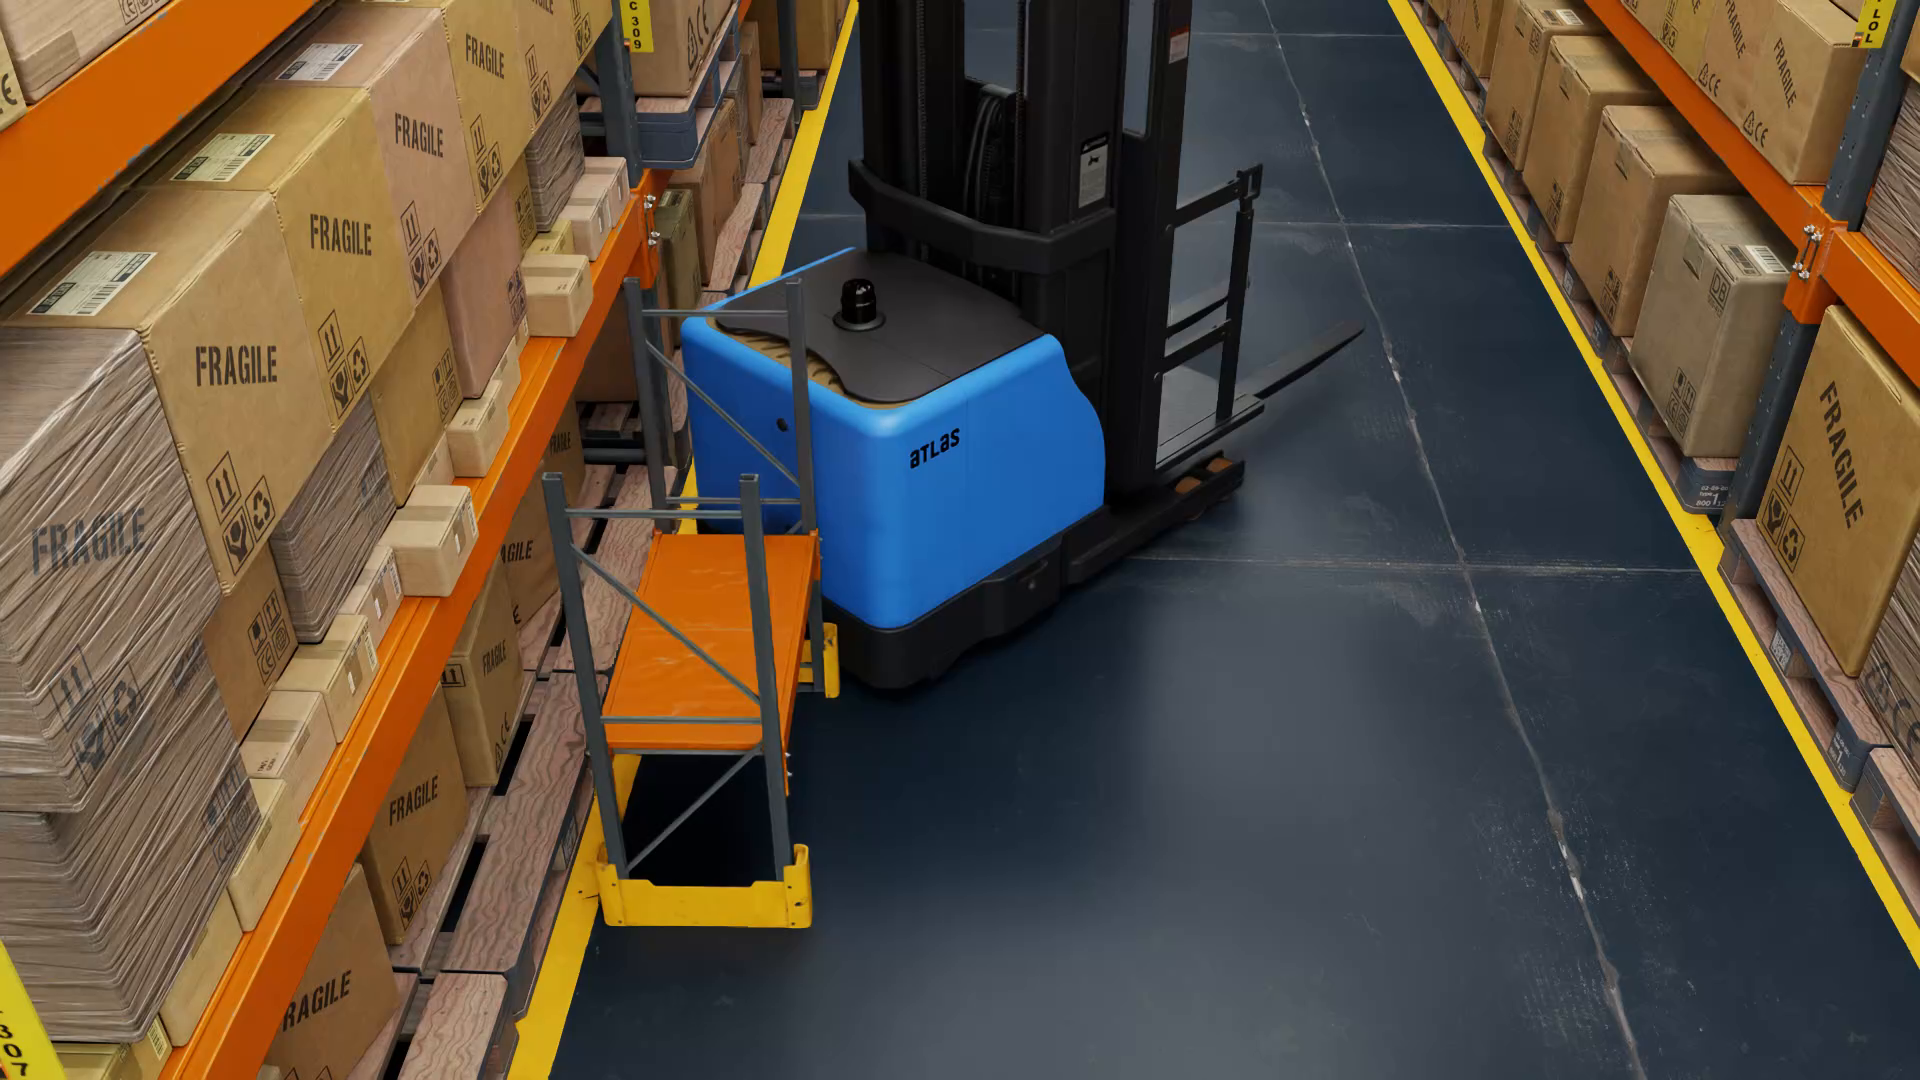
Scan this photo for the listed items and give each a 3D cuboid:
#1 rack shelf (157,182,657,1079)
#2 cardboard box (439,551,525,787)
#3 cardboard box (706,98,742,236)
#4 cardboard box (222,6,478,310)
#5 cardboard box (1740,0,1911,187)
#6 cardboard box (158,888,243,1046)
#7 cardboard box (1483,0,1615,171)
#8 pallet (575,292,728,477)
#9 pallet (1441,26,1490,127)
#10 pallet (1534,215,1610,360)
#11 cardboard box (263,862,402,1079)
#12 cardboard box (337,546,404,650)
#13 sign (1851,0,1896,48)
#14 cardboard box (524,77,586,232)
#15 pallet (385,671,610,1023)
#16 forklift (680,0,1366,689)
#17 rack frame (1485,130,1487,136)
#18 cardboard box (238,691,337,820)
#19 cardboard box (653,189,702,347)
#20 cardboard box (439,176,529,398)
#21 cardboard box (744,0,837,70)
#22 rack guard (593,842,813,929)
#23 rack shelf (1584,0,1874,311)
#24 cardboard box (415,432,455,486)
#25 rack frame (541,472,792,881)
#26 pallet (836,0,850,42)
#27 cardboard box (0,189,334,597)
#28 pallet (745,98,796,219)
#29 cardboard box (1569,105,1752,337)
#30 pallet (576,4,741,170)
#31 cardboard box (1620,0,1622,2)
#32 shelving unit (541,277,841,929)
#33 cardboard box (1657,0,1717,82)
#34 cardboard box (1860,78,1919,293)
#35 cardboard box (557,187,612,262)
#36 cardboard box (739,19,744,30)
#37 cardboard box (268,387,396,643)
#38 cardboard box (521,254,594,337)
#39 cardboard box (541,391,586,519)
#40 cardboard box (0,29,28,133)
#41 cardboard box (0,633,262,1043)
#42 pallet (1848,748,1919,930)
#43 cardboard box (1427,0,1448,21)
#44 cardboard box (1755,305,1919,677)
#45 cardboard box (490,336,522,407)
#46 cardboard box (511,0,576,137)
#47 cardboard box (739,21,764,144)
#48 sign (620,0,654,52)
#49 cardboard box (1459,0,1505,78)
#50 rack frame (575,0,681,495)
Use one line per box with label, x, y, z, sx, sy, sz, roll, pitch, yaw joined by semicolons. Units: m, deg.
rack shelf;-1.675;0.057;4.185;1.077;0.370;4.000;1;35;2
cardboard box;-1.613;0.382;4.907;0.500;0.500;0.500;-2;35;-2
cardboard box;-1.466;-1.811;8.010;0.700;0.500;0.500;4;35;6
cardboard box;-1.401;-0.831;3.608;0.500;0.500;0.500;1;35;2
cardboard box;3.111;-1.560;5.774;0.500;0.500;0.500;1;35;2
cardboard box;-1.477;0.714;2.844;0.380;0.149;0.250;1;35;2
cardboard box;3.403;-2.415;8.669;1.050;0.750;0.750;1;35;1
pallet;-1.565;-0.692;7.052;1.003;0.211;1.213;1;35;2
pallet;3.551;-2.819;10.078;1.003;0.211;1.213;1;35;2
pallet;3.359;-1.220;7.803;1.003;0.211;1.213;1;35;2
cardboard box;-1.724;1.060;3.941;0.500;0.500;0.500;10;36;14
cardboard box;-1.462;0.138;3.663;0.380;0.149;0.250;1;35;2
sign;2.815;-1.662;5.067;0.100;0.325;0.005;1;35;2
cardboard box;-1.675;-1.291;5.133;0.875;0.500;0.500;1;35;2
pallet;-1.633;0.844;4.865;1.003;0.211;1.213;1;35;2
forklift;0.459;-1.459;5.777;1.130;2.935;3.031;29;45;35
rack frame;3.518;-3.511;8.638;1.000;3.000;0.127;1;35;2
cardboard box;-1.462;0.426;3.253;0.380;0.149;0.250;1;35;2
cardboard box;-1.511;-1.169;7.096;0.700;0.500;0.500;1;35;2
cardboard box;-1.649;-0.715;4.313;0.875;0.500;0.500;1;35;2
cardboard box;-1.386;-3.383;9.937;1.225;0.875;0.875;0;35;0
rack guard;-0.713;0.967;4.655;0.587;0.250;0.087;1;35;1
rack shelf;3.437;-2.068;7.209;1.077;0.370;4.000;1;35;2
cardboard box;-1.471;-0.149;4.072;0.380;0.149;0.250;1;35;2
rack frame;-0.715;0.467;4.280;0.500;1.500;0.032;1;35;1
pallet;-1.275;-3.693;11.322;1.003;0.211;1.213;1;35;2
cardboard box;-1.434;-0.256;2.791;0.500;0.500;0.500;1;35;2
pallet;-1.467;-2.094;9.046;1.003;0.211;1.213;1;35;2
cardboard box;3.335;-1.378;7.193;1.050;0.750;0.750;1;35;2
pallet;-1.419;-1.743;6.288;1.003;0.211;1.213;1;35;2
cardboard box;3.192;-2.719;7.423;0.500;0.500;0.500;1;35;2
shelving unit;-0.705;0.170;4.703;0.587;1.500;1.083;1;35;1
cardboard box;3.151;-2.141;6.600;0.500;0.500;0.500;2;35;2
cardboard box;3.354;-1.062;5.023;0.875;0.550;0.550;1;35;2
cardboard box;-1.329;-1.009;5.296;0.380;0.149;0.250;1;35;2
cardboard box;-1.431;-2.763;8.711;0.500;0.250;0.500;3;35;4
cardboard box;-1.743;-0.142;3.498;0.875;0.500;0.500;1;35;2
cardboard box;-1.298;-0.721;4.886;0.380;0.149;0.250;1;35;2
cardboard box;-1.651;-0.306;5.886;0.500;0.500;0.500;0;35;0
cardboard box;-1.478;-0.524;1.909;0.500;0.250;0.500;2;35;3
cardboard box;-1.706;0.434;2.678;0.875;0.500;0.500;1;35;2
pallet;3.202;1.065;4.550;1.003;0.211;1.213;1;35;2
cardboard box;3.313;-3.647;10.639;0.500;0.500;0.500;0;35;0
cardboard box;3.262;-0.156;5.346;0.875;0.875;0.875;2;35;3
cardboard box;-1.409;-0.436;4.480;0.380;0.149;0.250;1;35;2
cardboard box;-1.357;-1.405;4.426;0.500;0.500;0.500;1;35;2
cardboard box;-1.441;-2.456;8.927;0.700;0.500;0.500;0;35;-1
sign;-1.052;-1.732;5.353;0.100;0.325;0.005;1;35;2
cardboard box;3.283;-3.045;9.782;0.500;0.500;0.500;1;35;2
rack frame;-1.595;-1.386;5.613;1.000;3.000;0.127;1;35;2
